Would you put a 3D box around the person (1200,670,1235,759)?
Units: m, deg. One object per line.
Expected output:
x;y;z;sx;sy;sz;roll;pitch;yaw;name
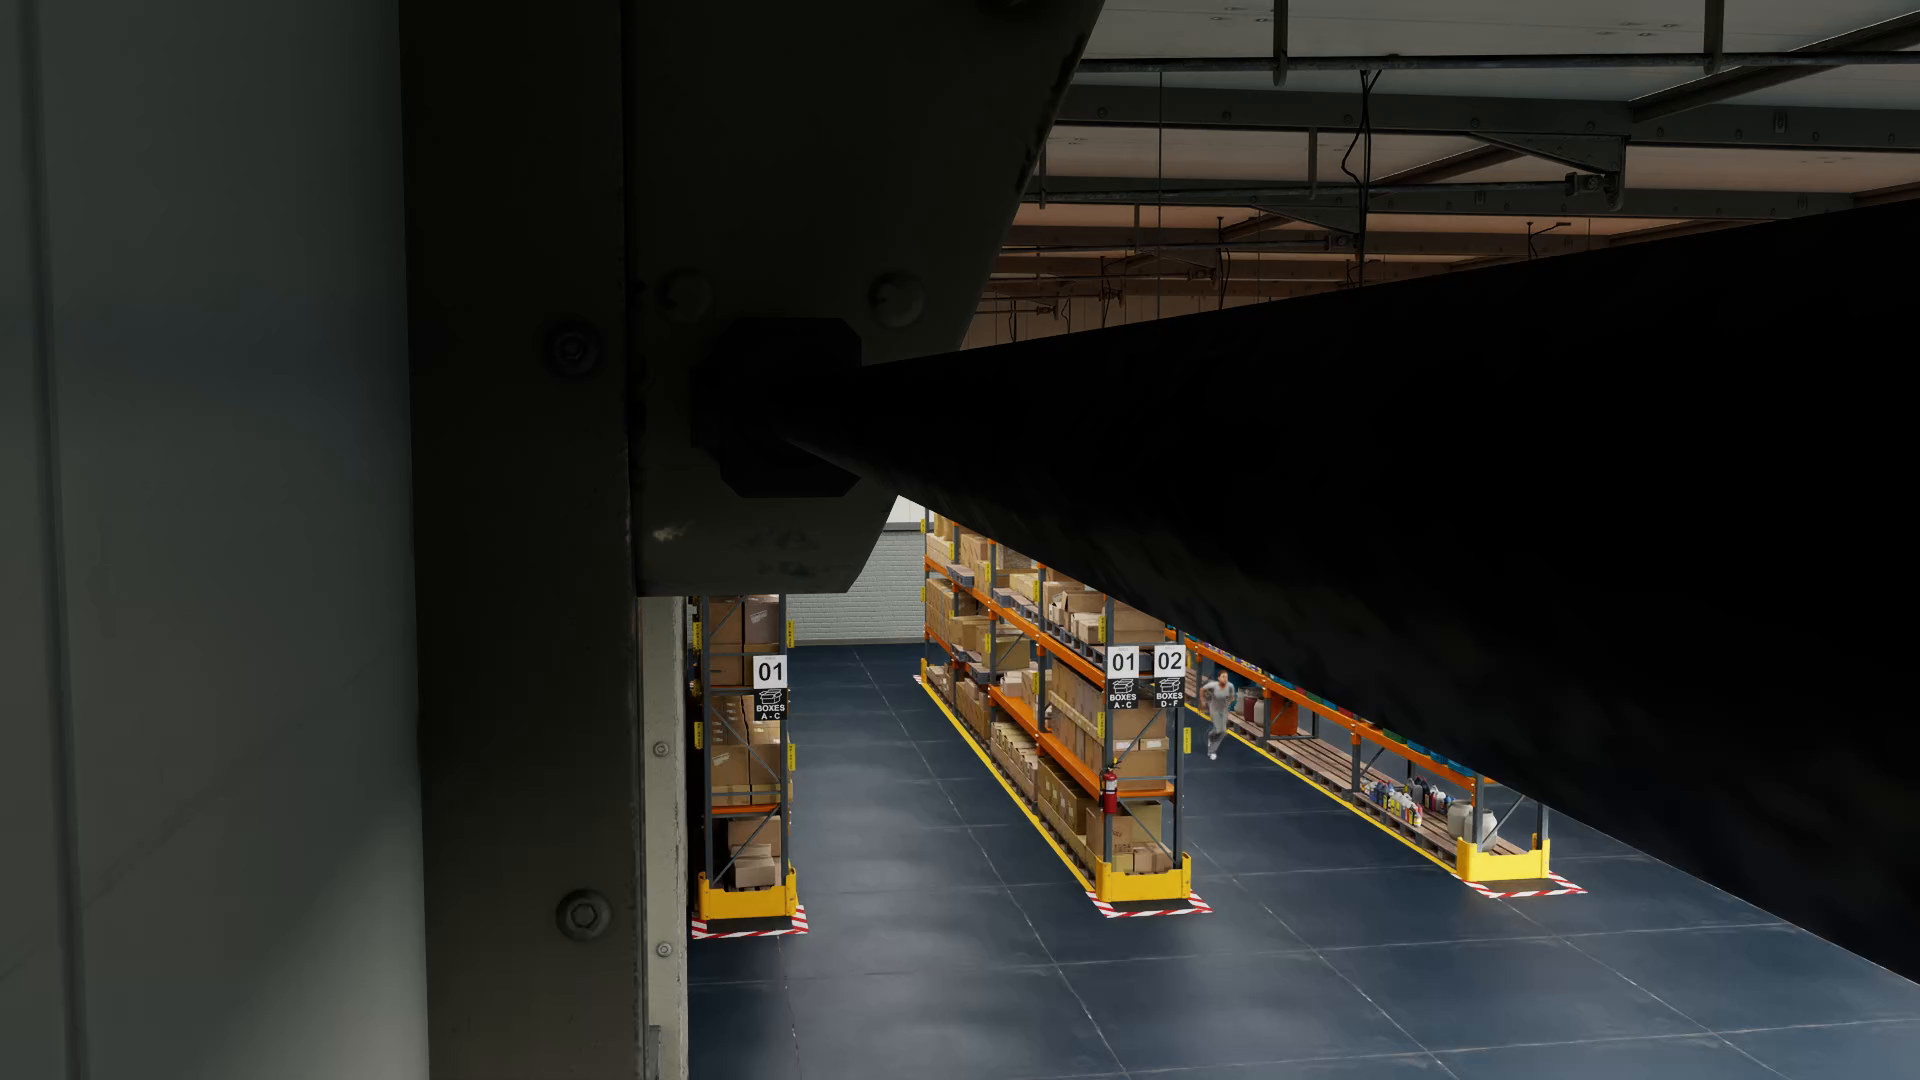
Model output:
4.473;3.014;28.732;0.549;1.594;0.695;-1;5;-15;person
